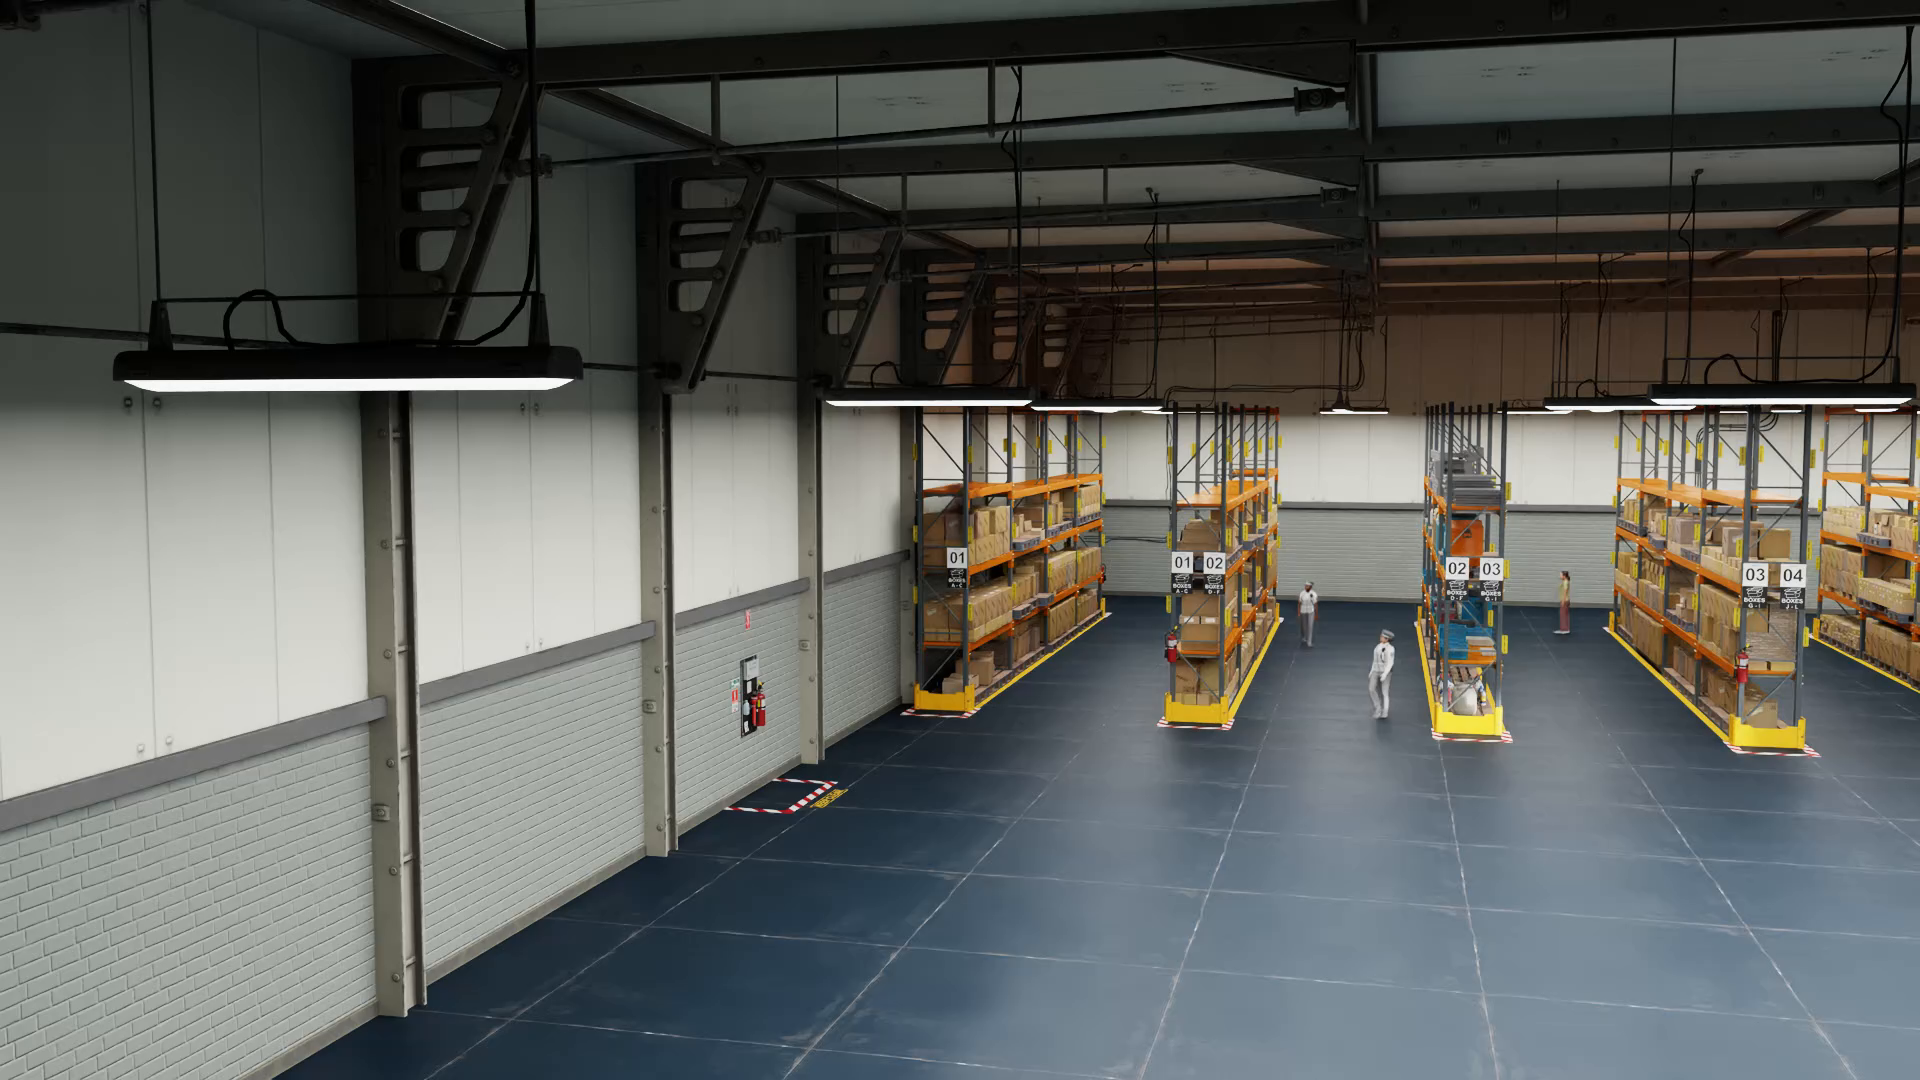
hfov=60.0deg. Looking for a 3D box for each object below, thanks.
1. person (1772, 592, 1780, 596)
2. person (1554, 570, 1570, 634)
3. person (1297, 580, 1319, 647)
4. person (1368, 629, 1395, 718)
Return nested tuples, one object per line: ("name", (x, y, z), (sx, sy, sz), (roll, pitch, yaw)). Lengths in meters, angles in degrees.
("person", (22.104, 1.557, 45.137), (0.649, 1.648, 0.529), (1, 4, 9))
("person", (15.921, 1.637, 43.932), (0.370, 1.683, 0.521), (2, 5, 22))
("person", (8.727, 1.820, 41.696), (0.526, 1.648, 0.928), (1, 4, 15))
("person", (8.000, 2.567, 31.639), (0.542, 1.733, 0.538), (3, 5, 36))
